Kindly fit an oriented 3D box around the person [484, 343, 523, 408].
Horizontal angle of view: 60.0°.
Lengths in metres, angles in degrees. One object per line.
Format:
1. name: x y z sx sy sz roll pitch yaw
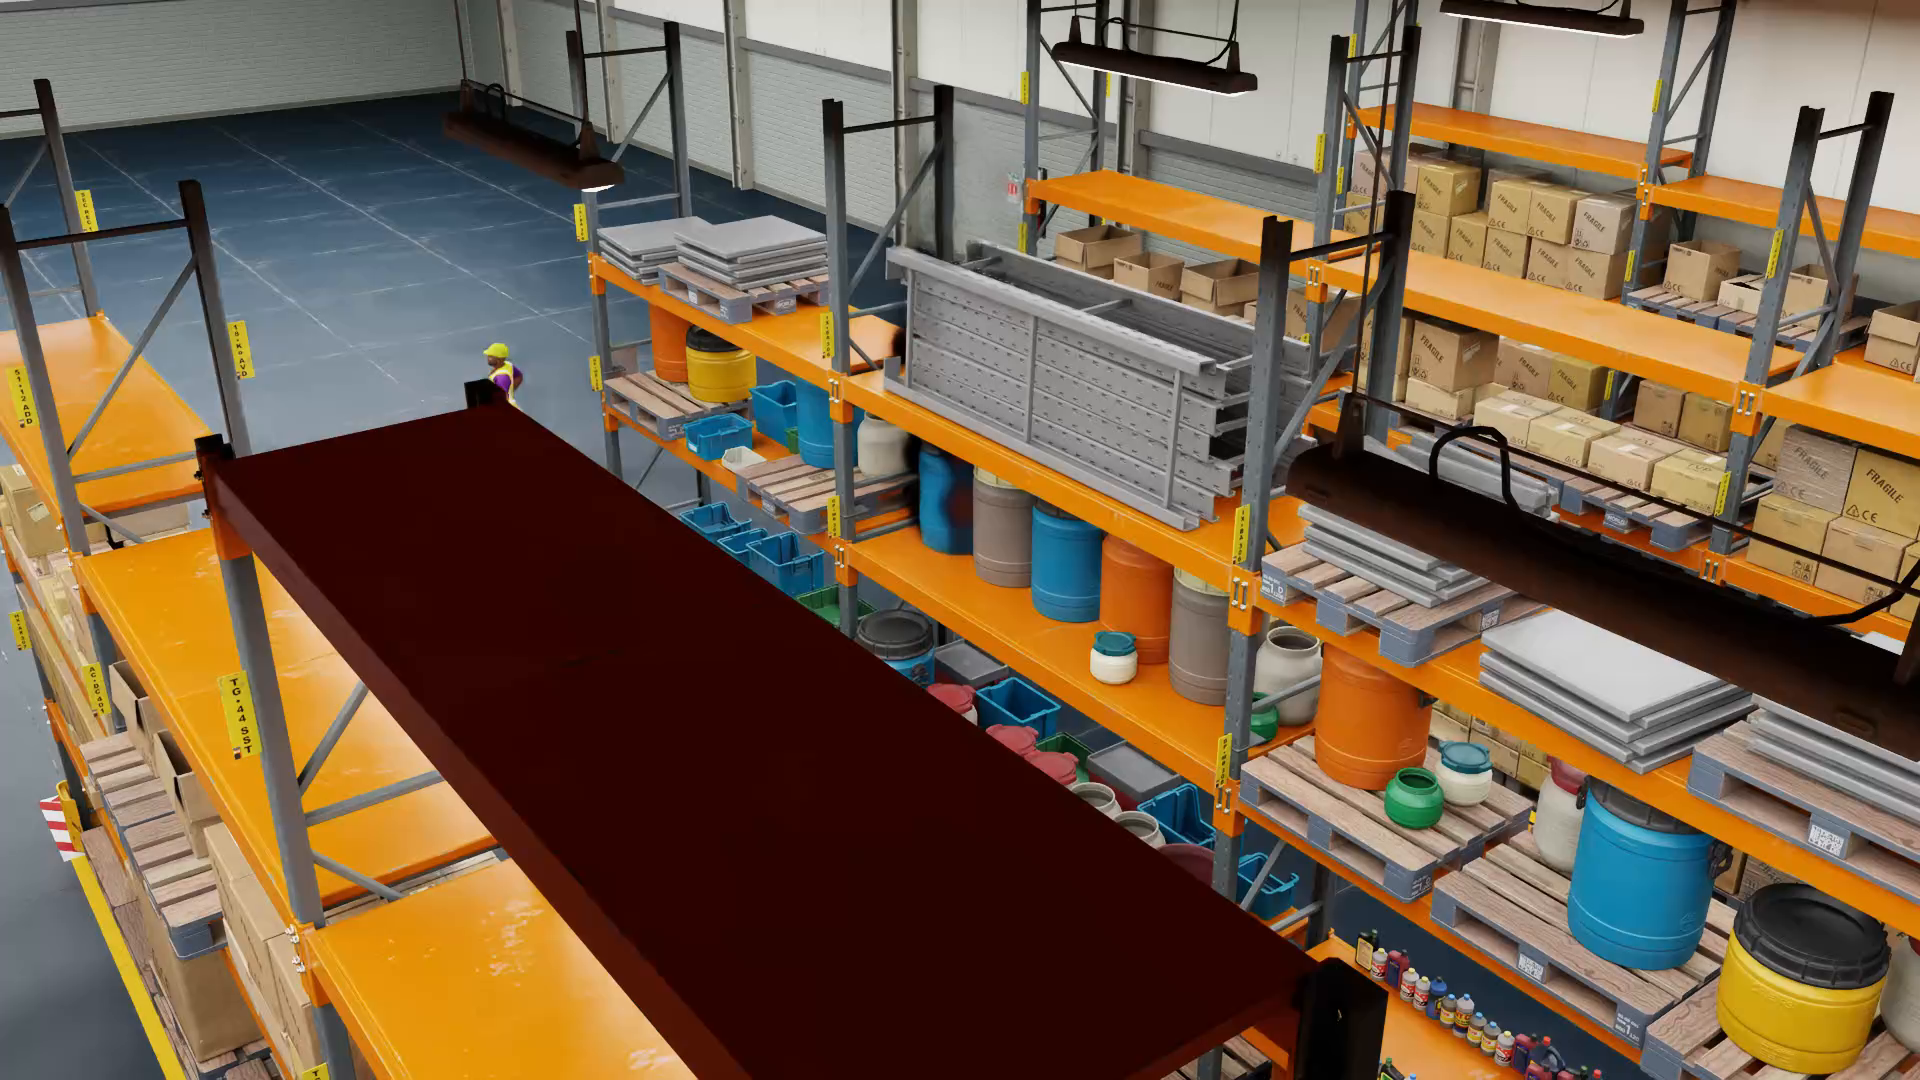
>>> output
1. person: -5.525 -1.510 20.151 0.766 1.828 0.669 -9 26 -20
